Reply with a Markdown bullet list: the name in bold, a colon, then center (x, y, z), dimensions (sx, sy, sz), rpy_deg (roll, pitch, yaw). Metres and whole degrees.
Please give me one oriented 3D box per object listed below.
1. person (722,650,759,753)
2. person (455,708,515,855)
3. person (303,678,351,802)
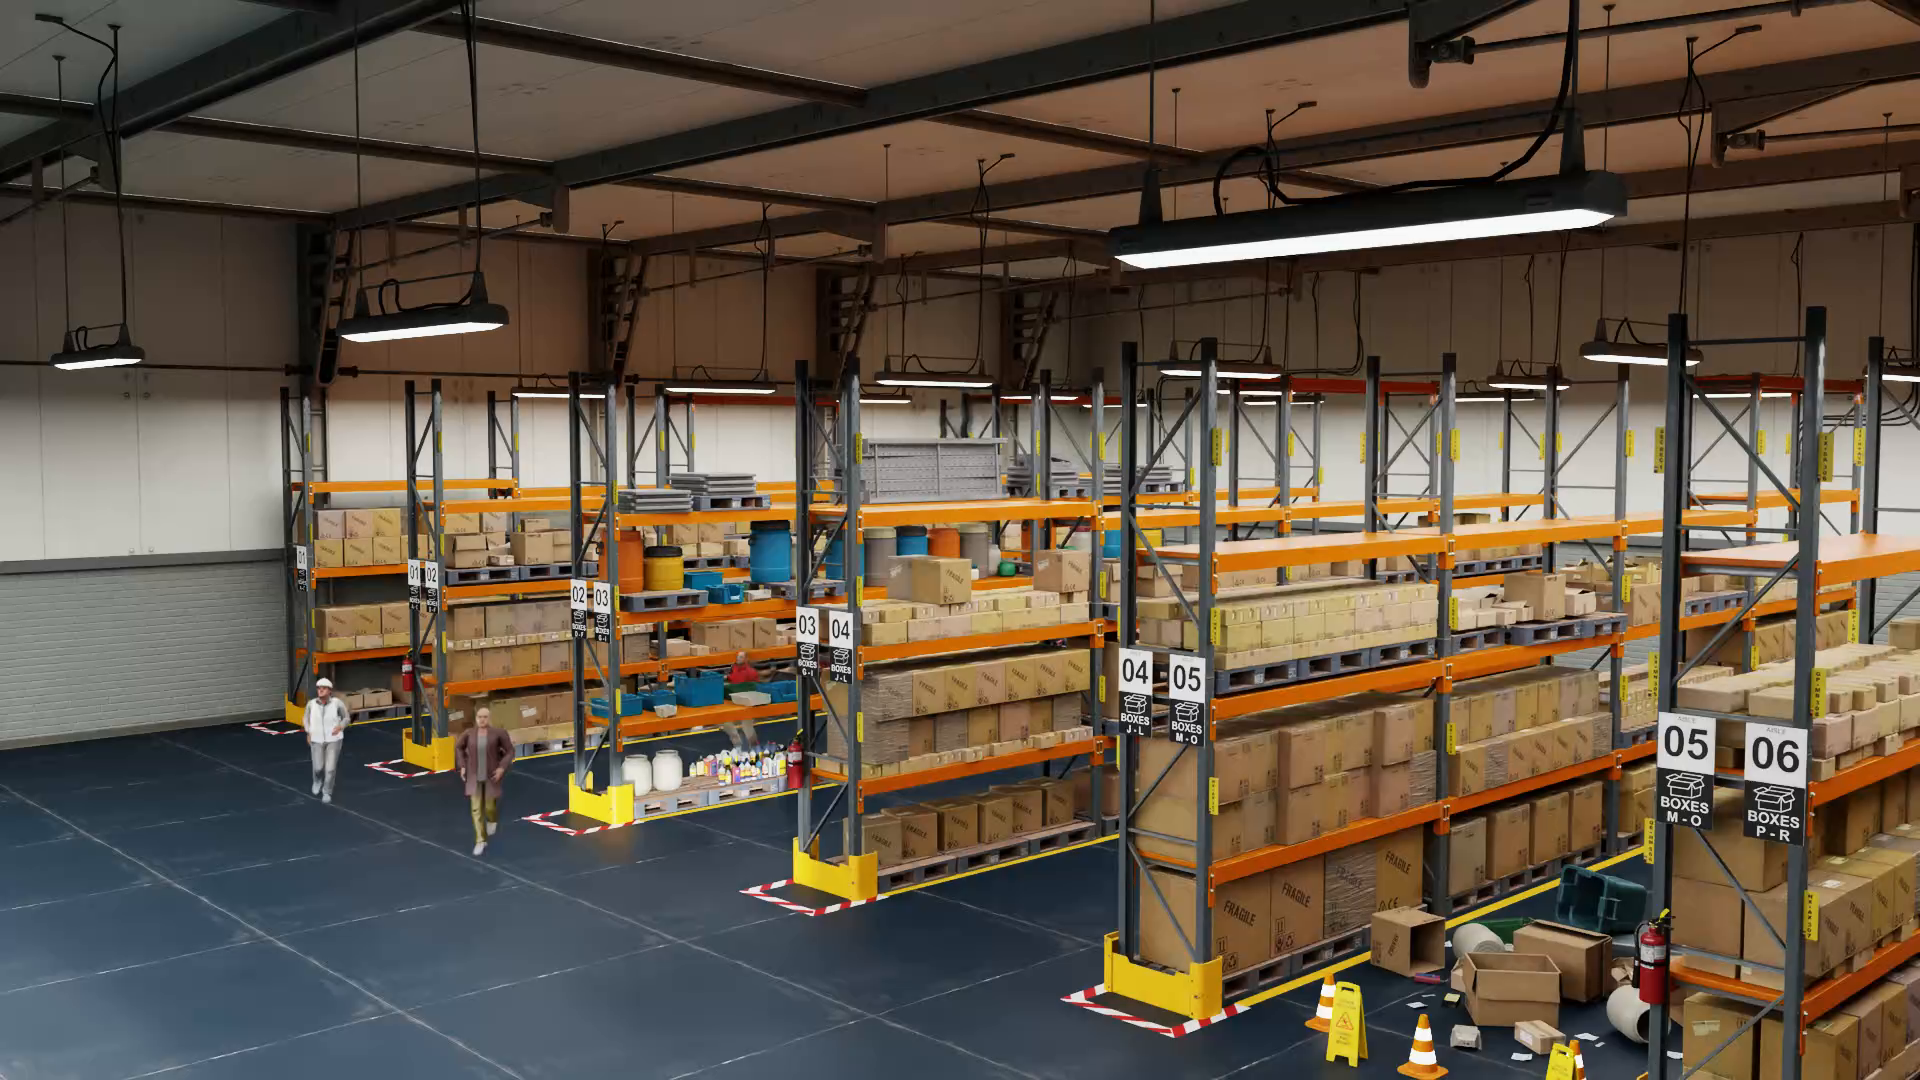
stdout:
- **person**: center (-3.497, 2.624, 26.466), dimensions (0.642, 1.741, 0.704), rpy_deg (2, 4, 30)
- **person**: center (-5.948, 2.974, 20.816), dimensions (0.739, 1.773, 0.876), rpy_deg (-1, 4, -9)
- **person**: center (-8.896, 2.810, 23.347), dimensions (0.652, 1.743, 0.610), rpy_deg (-1, 4, -14)
